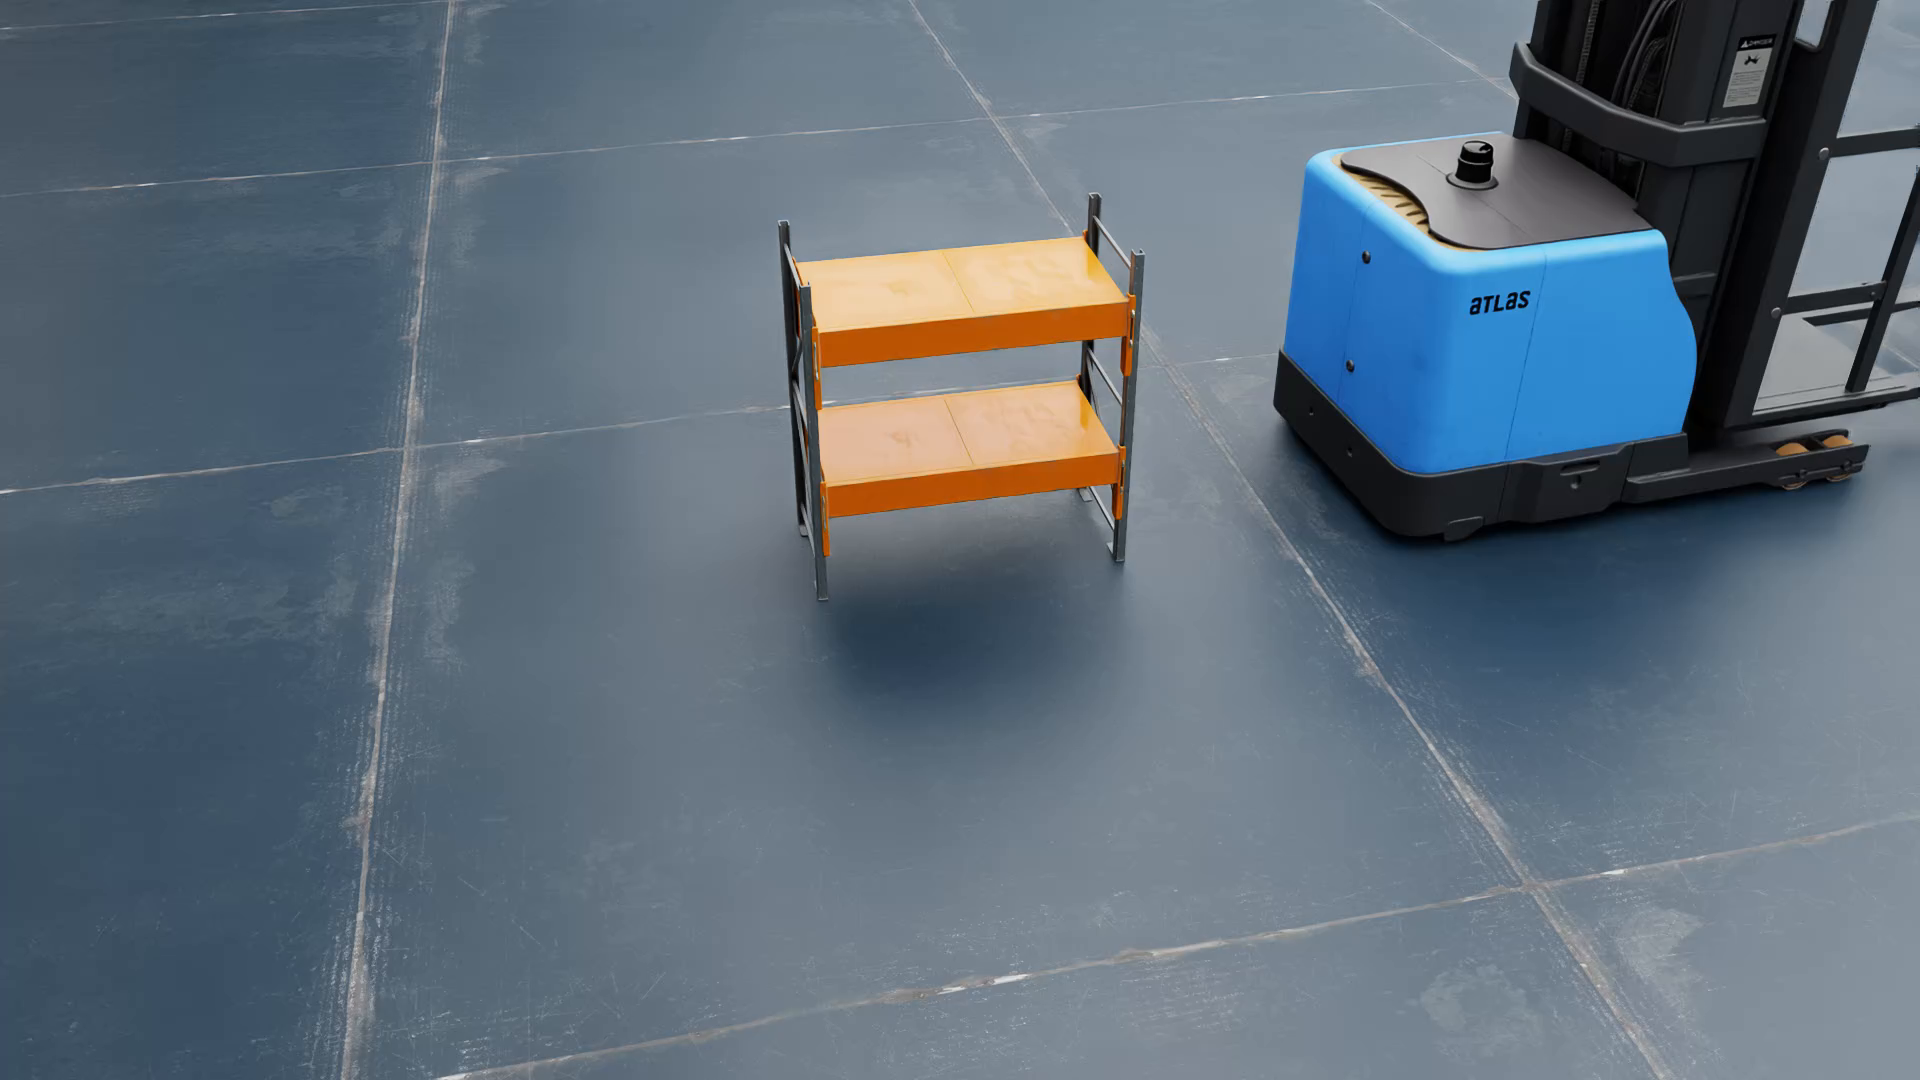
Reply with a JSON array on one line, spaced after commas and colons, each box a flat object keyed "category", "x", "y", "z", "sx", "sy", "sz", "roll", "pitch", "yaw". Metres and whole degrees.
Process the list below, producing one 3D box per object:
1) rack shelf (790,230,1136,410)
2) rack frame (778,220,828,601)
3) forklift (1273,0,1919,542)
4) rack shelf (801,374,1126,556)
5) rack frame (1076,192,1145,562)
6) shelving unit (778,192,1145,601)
[{"category": "rack shelf", "x": -0.007, "y": -0.709, "z": 5.272, "sx": 1.000, "sy": 0.278, "sz": 0.538, "roll": -7, "pitch": 35, "yaw": -11}, {"category": "rack frame", "x": -0.502, "y": -0.404, "z": 5.342, "sx": 0.032, "sy": 1.125, "sz": 0.500, "roll": -7, "pitch": 35, "yaw": -11}, {"category": "forklift", "x": 2.780, "y": -1.672, "z": 5.611, "sx": 3.031, "sy": 2.935, "sz": 1.130, "roll": -9, "pitch": 35, "yaw": -14}, {"category": "rack shelf", "x": -0.007, "y": -0.263, "z": 5.572, "sx": 1.000, "sy": 0.278, "sz": 0.538, "roll": -7, "pitch": 35, "yaw": -11}, {"category": "rack frame", "x": 0.489, "y": -0.529, "z": 5.528, "sx": 0.032, "sy": 1.125, "sz": 0.500, "roll": -7, "pitch": 35, "yaw": -11}, {"category": "shelving unit", "x": -0.007, "y": -0.466, "z": 5.435, "sx": 1.048, "sy": 1.125, "sz": 0.538, "roll": -7, "pitch": 35, "yaw": -11}]
